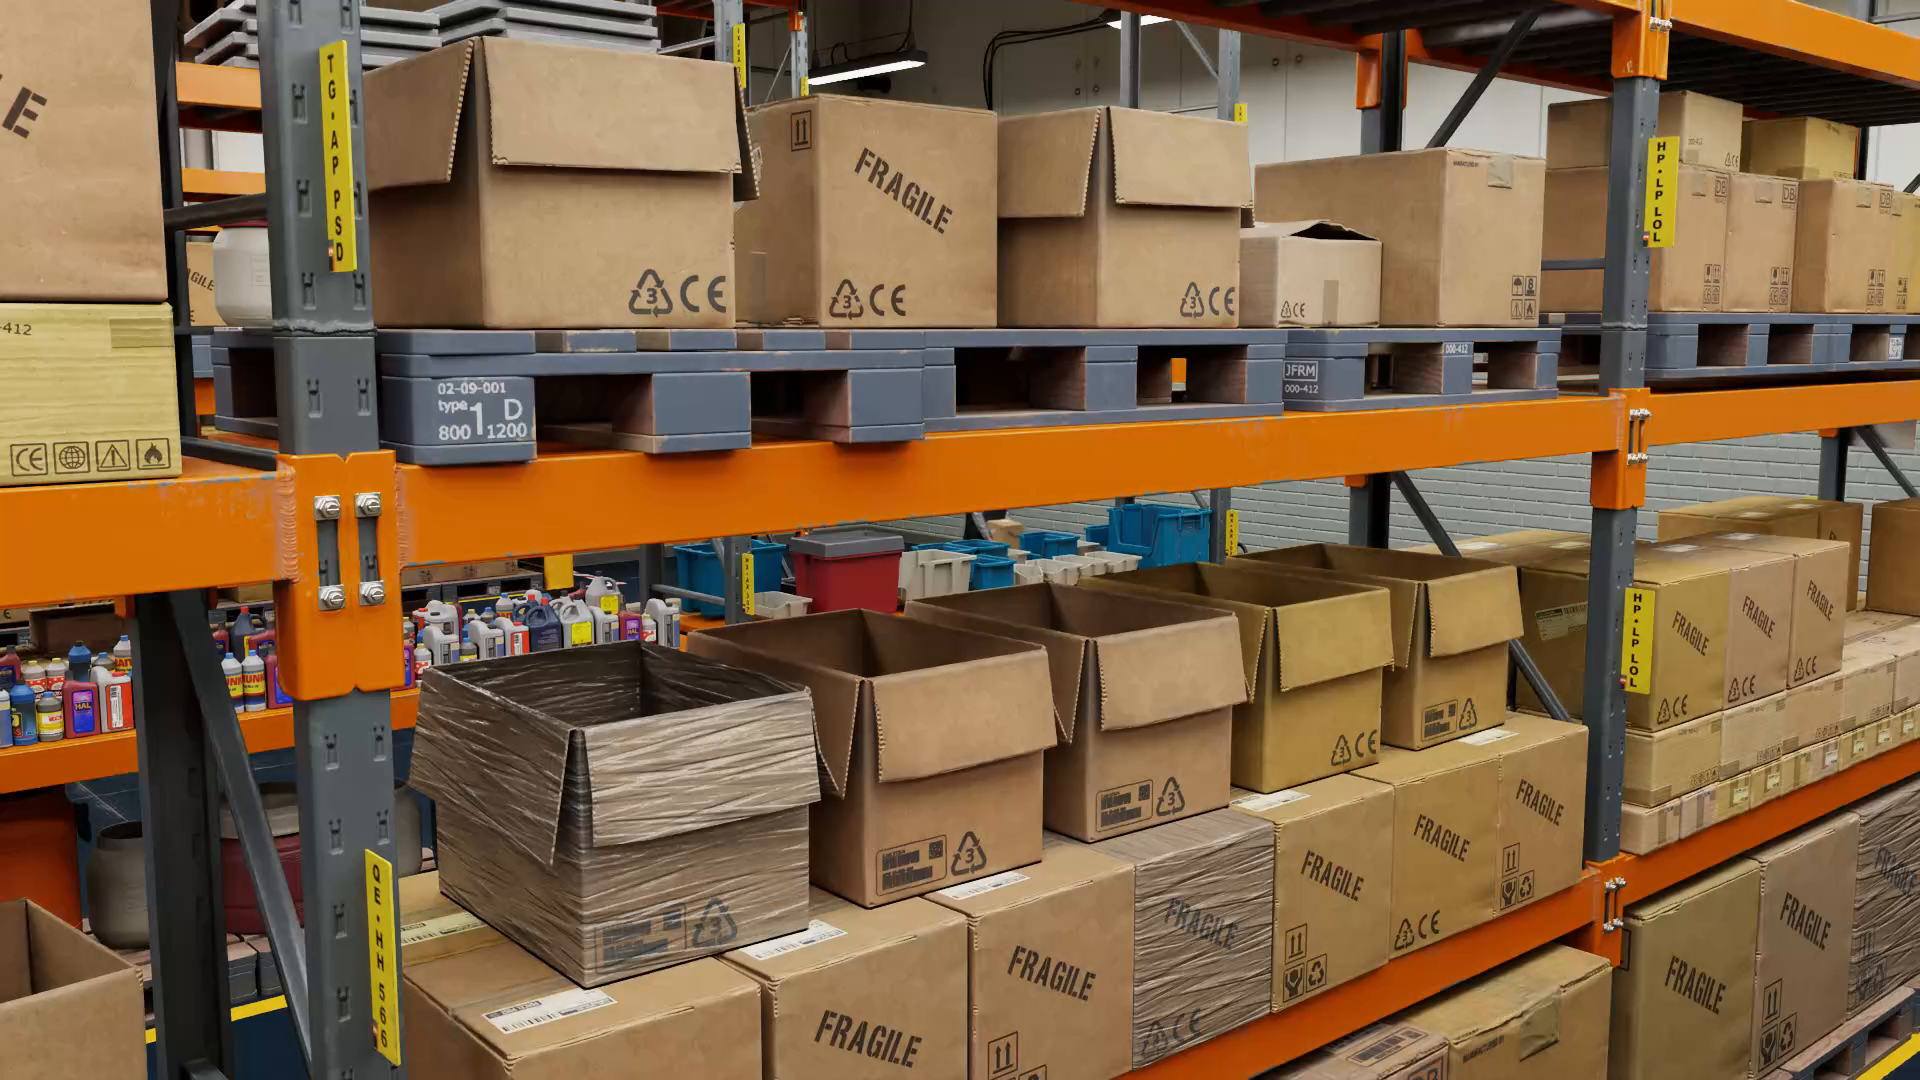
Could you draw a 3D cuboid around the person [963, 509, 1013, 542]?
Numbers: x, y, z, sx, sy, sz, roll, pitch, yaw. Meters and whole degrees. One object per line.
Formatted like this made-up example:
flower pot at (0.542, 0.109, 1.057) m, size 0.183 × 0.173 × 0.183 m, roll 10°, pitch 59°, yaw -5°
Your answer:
person at (0.320, 0.093, 16.186) m, size 0.494 × 1.711 × 0.550 m, roll -6°, pitch 10°, yaw -40°
